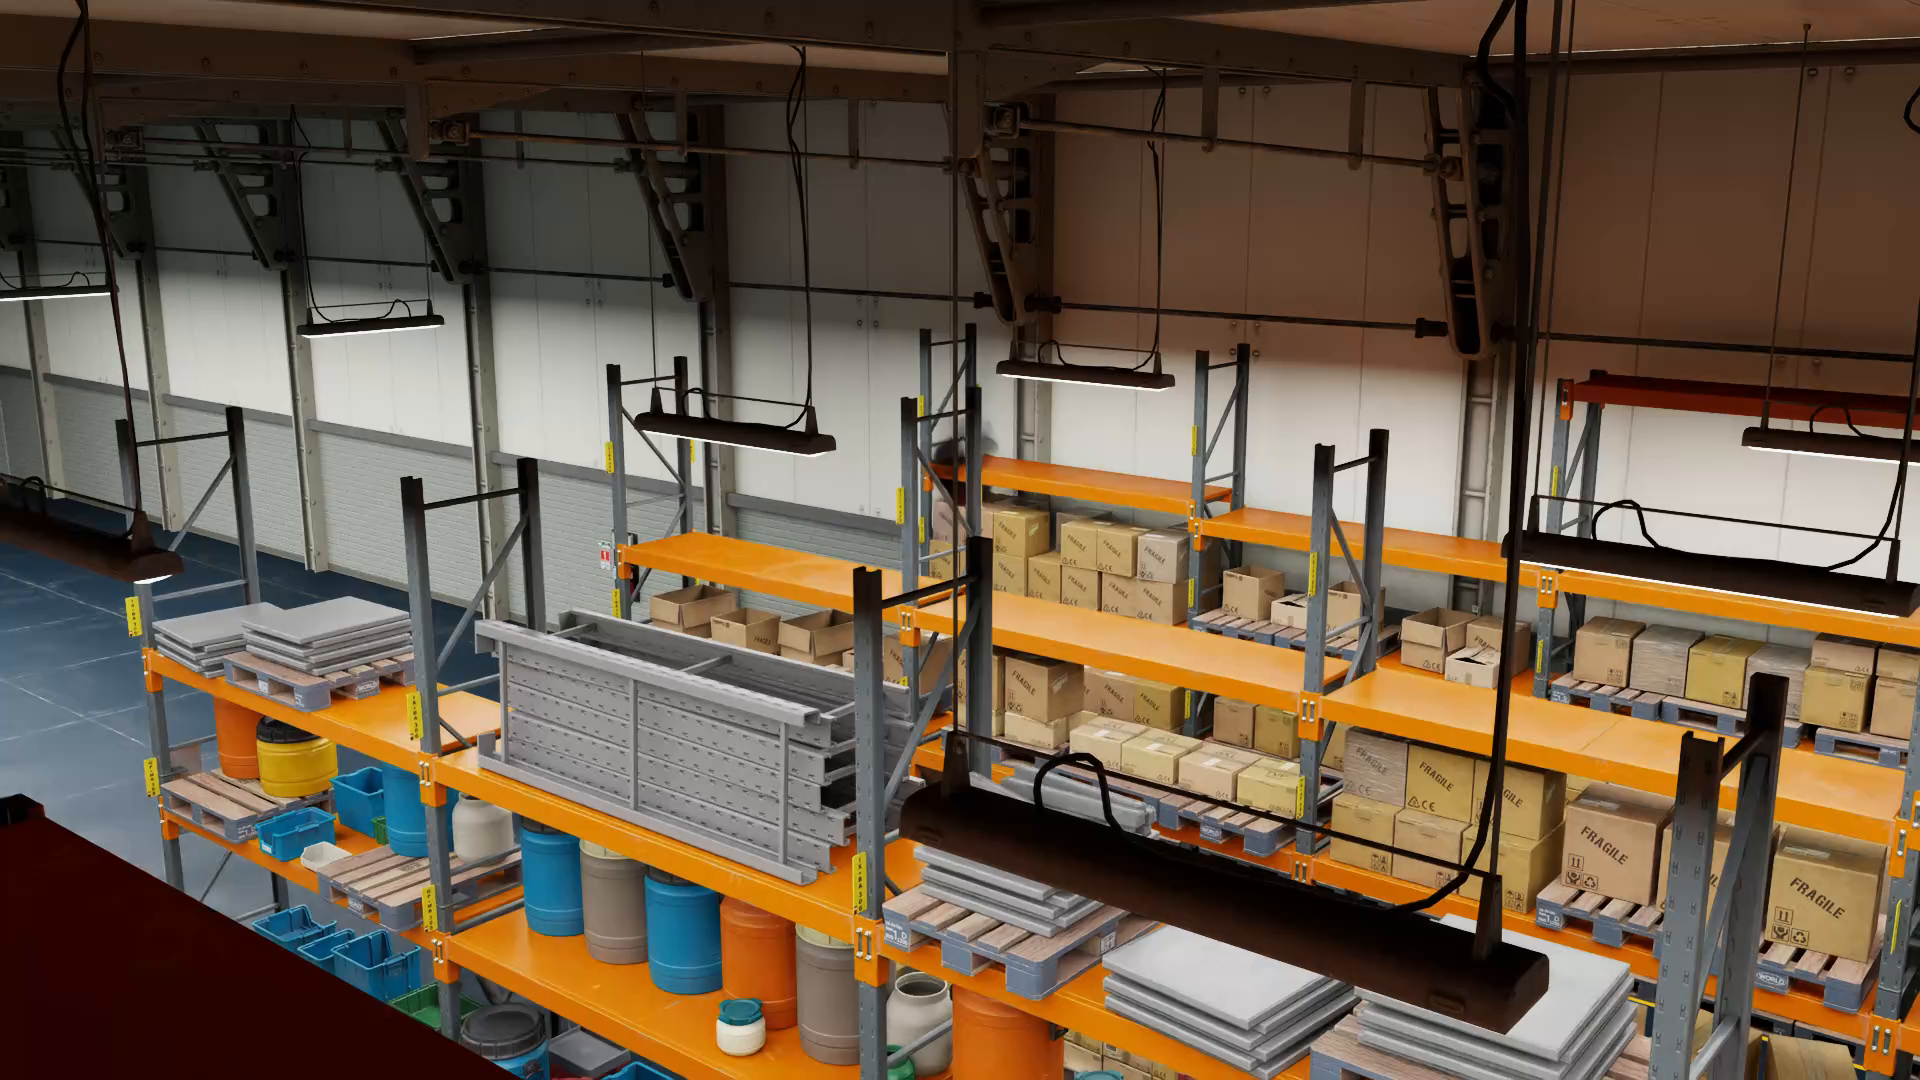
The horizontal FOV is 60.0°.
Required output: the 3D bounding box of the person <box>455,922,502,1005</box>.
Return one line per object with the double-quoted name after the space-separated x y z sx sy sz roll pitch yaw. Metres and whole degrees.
-4.673 3.814 15.721 0.723 1.723 0.597 5 14 22 "person"
